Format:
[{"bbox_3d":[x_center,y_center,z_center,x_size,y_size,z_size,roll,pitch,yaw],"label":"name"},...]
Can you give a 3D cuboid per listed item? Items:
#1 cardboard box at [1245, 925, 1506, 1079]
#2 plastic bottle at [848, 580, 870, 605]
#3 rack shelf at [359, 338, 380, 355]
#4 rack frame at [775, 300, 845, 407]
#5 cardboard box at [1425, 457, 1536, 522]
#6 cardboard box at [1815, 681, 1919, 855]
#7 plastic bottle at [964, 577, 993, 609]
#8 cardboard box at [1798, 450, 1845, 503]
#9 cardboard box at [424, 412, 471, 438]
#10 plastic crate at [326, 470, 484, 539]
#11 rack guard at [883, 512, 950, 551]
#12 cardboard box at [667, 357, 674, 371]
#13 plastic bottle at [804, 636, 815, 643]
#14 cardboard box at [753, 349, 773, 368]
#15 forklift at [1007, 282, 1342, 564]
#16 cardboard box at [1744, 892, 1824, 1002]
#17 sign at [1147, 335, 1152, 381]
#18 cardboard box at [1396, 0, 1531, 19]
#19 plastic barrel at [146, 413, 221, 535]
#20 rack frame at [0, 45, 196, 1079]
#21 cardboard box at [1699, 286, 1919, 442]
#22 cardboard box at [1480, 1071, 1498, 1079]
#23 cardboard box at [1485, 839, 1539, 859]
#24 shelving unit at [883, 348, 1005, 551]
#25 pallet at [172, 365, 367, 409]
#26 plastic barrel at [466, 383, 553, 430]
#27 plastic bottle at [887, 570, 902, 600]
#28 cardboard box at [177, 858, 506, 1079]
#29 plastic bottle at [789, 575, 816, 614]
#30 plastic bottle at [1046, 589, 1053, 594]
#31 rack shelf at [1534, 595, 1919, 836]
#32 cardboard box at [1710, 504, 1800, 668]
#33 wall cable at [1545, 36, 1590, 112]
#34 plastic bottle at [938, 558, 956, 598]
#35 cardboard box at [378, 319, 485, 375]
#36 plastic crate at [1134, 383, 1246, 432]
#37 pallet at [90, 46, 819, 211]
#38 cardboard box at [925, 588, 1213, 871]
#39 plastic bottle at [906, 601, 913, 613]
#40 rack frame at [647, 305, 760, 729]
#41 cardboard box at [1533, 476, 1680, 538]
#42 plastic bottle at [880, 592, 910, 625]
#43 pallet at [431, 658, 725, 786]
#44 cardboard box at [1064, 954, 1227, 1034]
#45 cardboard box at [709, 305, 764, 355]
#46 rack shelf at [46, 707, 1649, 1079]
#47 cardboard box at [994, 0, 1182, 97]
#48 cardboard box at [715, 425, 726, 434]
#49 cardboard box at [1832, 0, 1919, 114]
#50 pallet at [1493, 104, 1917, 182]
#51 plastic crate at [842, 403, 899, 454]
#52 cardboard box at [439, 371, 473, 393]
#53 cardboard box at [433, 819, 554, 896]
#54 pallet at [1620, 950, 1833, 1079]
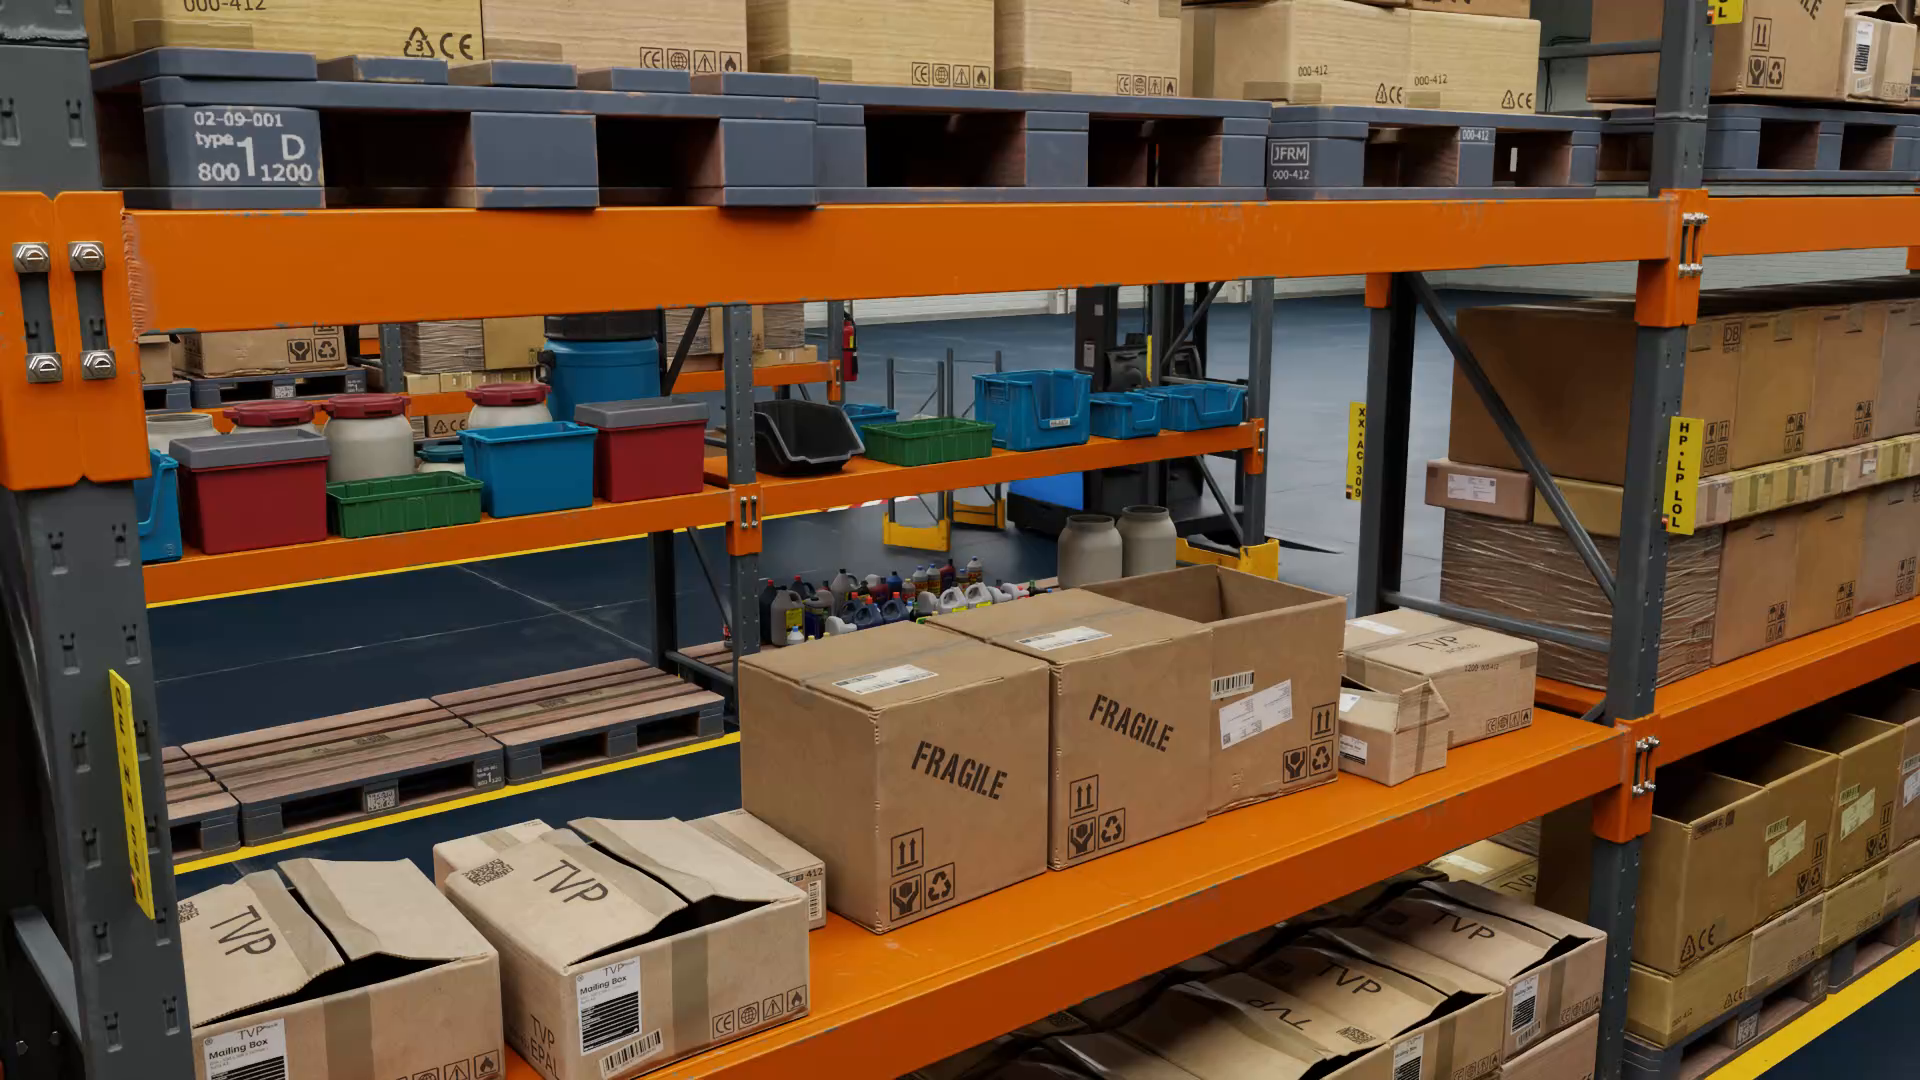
[{"bbox_3d":[1.134,1.294,4.574,0.500,0.311,0.500,-9,15,-36],"label":"cardboard box"},{"bbox_3d":[-0.609,0.387,10.067,0.133,0.283,0.061,-9,15,-38],"label":"plastic bottle"},{"bbox_3d":[-5.970,-2.072,17.895,4.000,0.370,1.077,-9,15,-38],"label":"rack shelf"},{"bbox_3d":[-1.388,-1.865,15.192,0.127,3.000,1.000,-9,15,-38],"label":"rack frame"},{"bbox_3d":[1.752,-0.175,5.431,0.250,0.149,0.380,-9,15,-38],"label":"cardboard box"},{"bbox_3d":[3.401,0.829,6.306,0.500,0.500,0.500,-9,15,-38],"label":"cardboard box"},{"bbox_3d":[0.096,0.396,9.859,0.185,0.351,0.144,-9,15,-35],"label":"plastic bottle"},{"bbox_3d":[2.802,-0.242,5.743,0.250,0.149,0.380,-10,16,-40],"label":"cardboard box"},{"bbox_3d":[-5.582,-1.636,18.216,0.875,0.875,0.875,-10,15,-39],"label":"cardboard box"},{"bbox_3d":[-2.601,-0.168,7.707,0.662,0.188,0.450,-9,15,-38],"label":"plastic crate"},{"bbox_3d":[-0.350,-0.070,13.357,0.587,0.250,0.087,6,13,27],"label":"rack guard"},{"bbox_3d":[-2.588,-1.460,13.890,0.250,0.149,0.380,-9,15,-38],"label":"cardboard box"},{"bbox_3d":[-0.816,0.627,9.132,0.097,0.201,0.097,0,12,0],"label":"plastic bottle"},{"bbox_3d":[-1.841,-1.599,14.542,0.250,0.149,0.380,-9,15,-38],"label":"cardboard box"},{"bbox_3d":[1.656,-1.347,12.916,1.130,2.935,3.031,-8,15,-34],"label":"forklift"},{"bbox_3d":[2.619,1.325,5.774,0.500,0.250,0.500,-9,15,-38],"label":"cardboard box"},{"bbox_3d":[1.365,-1.287,11.803,0.005,0.325,0.100,-9,15,-38],"label":"sign"},{"bbox_3d":[1.167,-1.632,4.415,0.500,0.500,0.500,-9,15,-37],"label":"cardboard box"},{"bbox_3d":[-3.542,-0.302,7.558,0.421,0.512,0.421,0,12,0],"label":"plastic barrel"},{"bbox_3d":[-1.450,0.780,2.735,0.127,3.000,1.000,-9,15,-38],"label":"rack frame"},{"bbox_3d":[3.192,-0.677,6.230,0.500,0.500,0.700,-9,15,-38],"label":"cardboard box"},{"bbox_3d":[1.135,1.567,4.638,0.500,0.250,0.500,-10,15,-39],"label":"cardboard box"},{"bbox_3d":[2.296,1.241,6.169,0.500,0.250,0.500,-9,15,-38],"label":"cardboard box"},{"bbox_3d":[-0.120,-0.773,13.659,0.587,1.500,1.083,6,13,27],"label":"shelving unit"},{"bbox_3d":[-5.200,-1.177,12.412,1.213,0.211,1.003,-9,15,-38],"label":"pallet"},{"bbox_3d":[-2.302,-0.521,8.534,0.433,0.535,0.433,0,12,0],"label":"plastic barrel"},{"bbox_3d":[-0.409,0.326,10.382,0.097,0.271,0.097,0,12,0],"label":"plastic bottle"},{"bbox_3d":[-1.138,0.783,2.933,0.500,0.311,0.500,-8,15,-34],"label":"cardboard box"},{"bbox_3d":[-0.945,0.382,9.925,0.185,0.351,0.144,-10,16,-40],"label":"plastic bottle"},{"bbox_3d":[0.545,0.401,10.197,0.097,0.201,0.097,0,12,0],"label":"plastic bottle"},{"bbox_3d":[3.235,0.353,6.476,4.000,0.370,1.077,-9,15,-38],"label":"rack shelf"},{"bbox_3d":[2.424,0.084,5.772,0.500,0.500,0.700,-10,15,-38],"label":"cardboard box"},{"bbox_3d":[16.452,-11.841,43.045,0.112,2.526,3.097,-9,15,-38],"label":"wall cable"},{"bbox_3d":[-0.093,0.263,10.651,0.133,0.283,0.061,-9,15,-37],"label":"plastic bottle"},{"bbox_3d":[-4.122,-1.589,12.934,0.500,0.500,0.875,-9,15,-38],"label":"cardboard box"},{"bbox_3d":[1.502,-0.876,10.890,0.616,0.251,0.499,-9,15,-38],"label":"plastic crate"},{"bbox_3d":[-0.976,-0.698,2.926,1.003,0.211,1.213,-9,15,-35],"label":"pallet"},{"bbox_3d":[0.261,0.442,4.084,0.500,0.500,0.500,-9,15,-38],"label":"cardboard box"},{"bbox_3d":[-0.289,0.489,9.613,0.097,0.271,0.097,0,12,0],"label":"plastic bottle"},{"bbox_3d":[-1.418,-0.543,8.965,0.127,3.000,1.000,-9,15,-38],"label":"rack frame"},{"bbox_3d":[2.005,-0.109,5.117,0.250,0.149,0.380,-9,15,-38],"label":"cardboard box"},{"bbox_3d":[-0.381,0.476,9.486,0.185,0.351,0.144,-10,16,-40],"label":"plastic bottle"},{"bbox_3d":[-2.007,0.929,8.745,1.213,0.211,1.003,-9,15,-38],"label":"pallet"},{"bbox_3d":[0.398,1.271,4.681,0.500,0.311,0.500,-10,16,-40],"label":"cardboard box"},{"bbox_3d":[-2.151,-1.909,14.439,0.500,0.500,0.875,-9,15,-38],"label":"cardboard box"},{"bbox_3d":[0.112,0.872,4.032,4.000,0.370,1.077,-9,15,-38],"label":"rack shelf"},{"bbox_3d":[0.142,-1.100,3.718,0.500,0.250,0.500,-11,16,-42],"label":"cardboard box"},{"bbox_3d":[-1.887,-0.770,15.040,0.500,0.500,0.500,-6,14,-27],"label":"cardboard box"},{"bbox_3d":[3.038,-1.724,5.709,0.637,0.503,0.797,-7,14,-31],"label":"cardboard box"},{"bbox_3d":[2.324,-1.278,5.418,1.213,0.211,1.003,-9,15,-38],"label":"pallet"},{"bbox_3d":[-0.723,-0.658,9.864,0.616,0.251,0.499,-9,15,-38],"label":"plastic crate"},{"bbox_3d":[-3.953,-1.233,12.819,0.250,0.149,0.380,-9,15,-38],"label":"cardboard box"},{"bbox_3d":[-0.920,0.741,3.521,0.250,0.149,0.380,-9,15,-38],"label":"cardboard box"},{"bbox_3d":[2.321,1.528,5.923,1.213,0.211,1.003,-9,15,-38],"label":"pallet"}]
